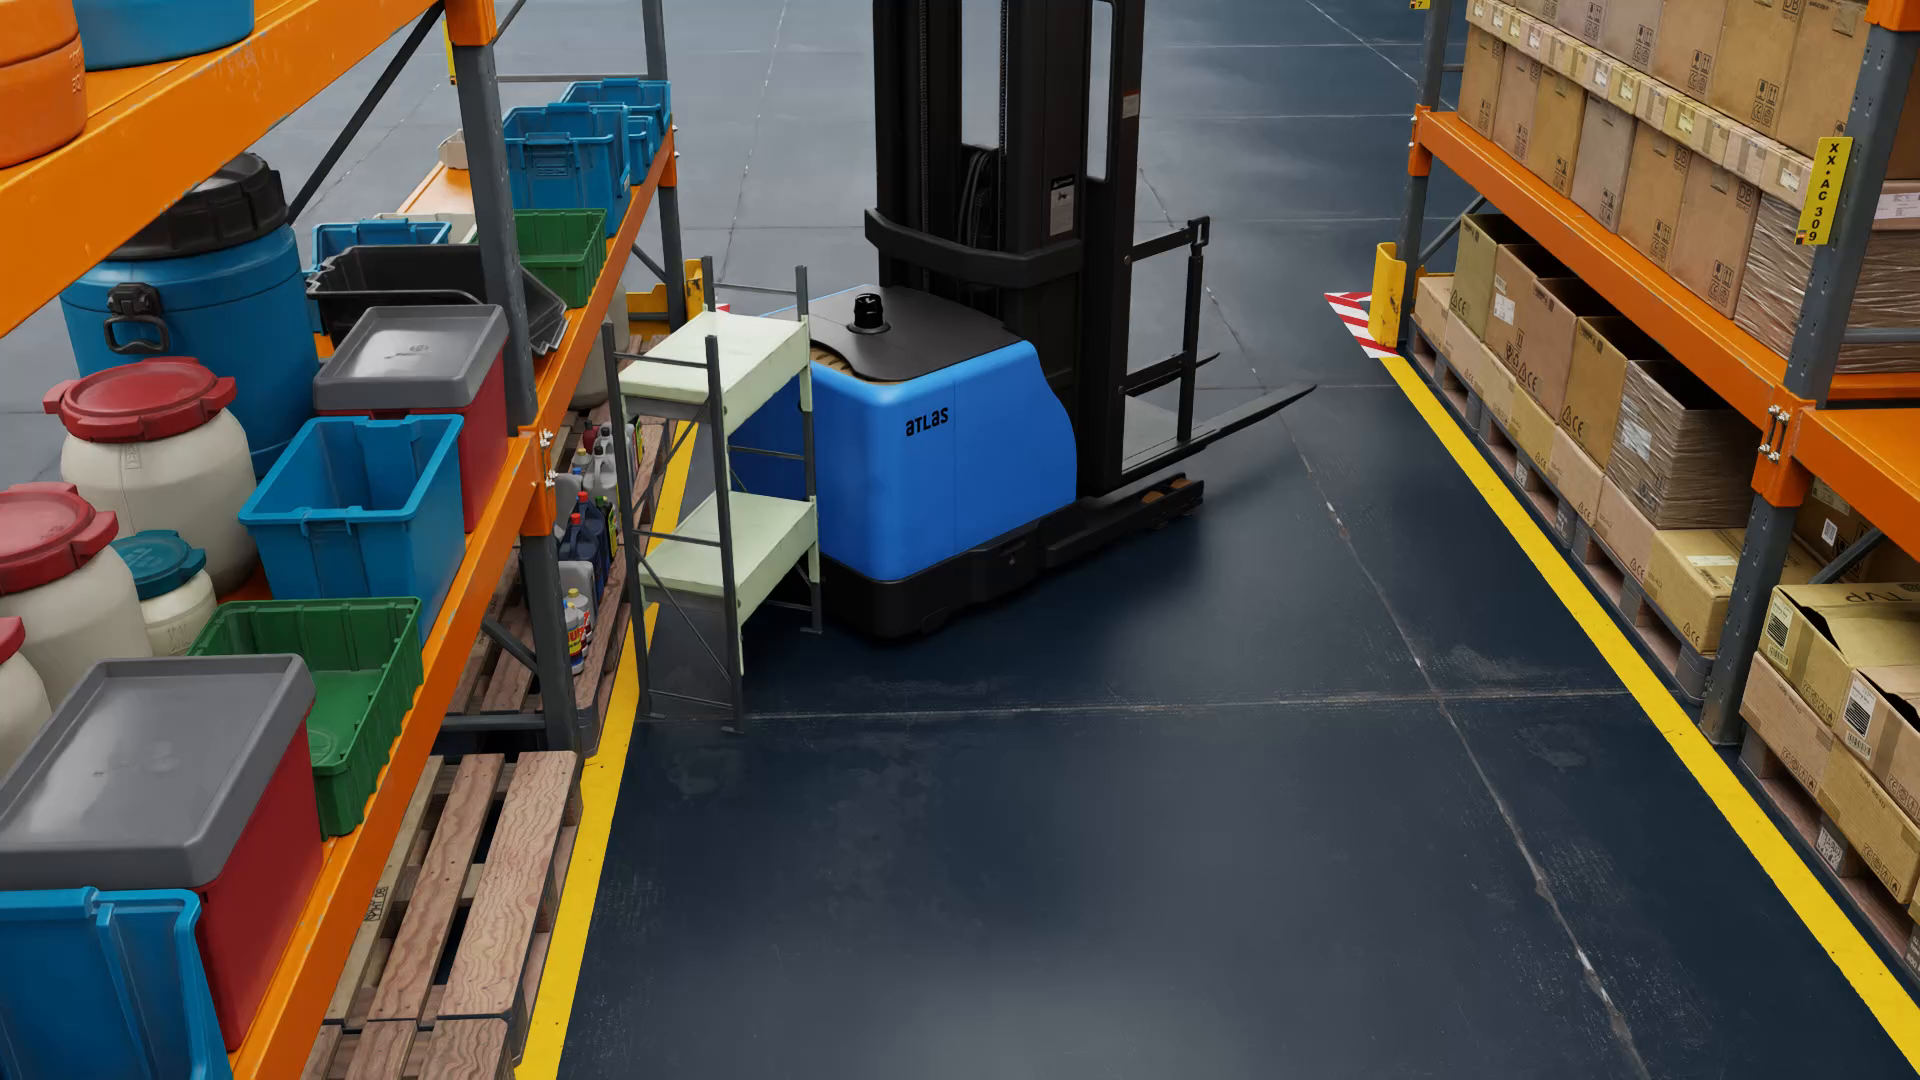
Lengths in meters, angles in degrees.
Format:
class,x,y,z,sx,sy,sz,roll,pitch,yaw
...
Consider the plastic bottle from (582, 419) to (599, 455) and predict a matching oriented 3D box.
class,x,y,z,sx,sy,sz,roll,pitch,yaw
plastic bottle,-1.599,-0.403,7.240,0.061,0.283,0.133,-1,28,-3

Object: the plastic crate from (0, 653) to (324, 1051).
class,x,y,z,sx,sy,sz,roll,pitch,yaw
plastic crate,-1.373,0.543,2.896,0.402,0.464,0.583,-1,28,-3

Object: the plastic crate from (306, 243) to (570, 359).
class,x,y,z,sx,sy,sz,roll,pitch,yaw
plastic crate,-1.704,-0.739,5.491,0.767,0.338,0.504,-1,28,-3

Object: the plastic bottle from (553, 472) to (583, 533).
class,x,y,z,sx,sy,sz,roll,pitch,yaw
plastic bottle,-1.610,-0.161,6.784,0.152,0.276,0.135,-1,28,-3

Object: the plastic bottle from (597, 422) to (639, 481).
class,x,y,z,sx,sy,sz,roll,pitch,yaw
plastic bottle,-1.493,-0.402,7.247,0.152,0.276,0.135,-1,28,-2

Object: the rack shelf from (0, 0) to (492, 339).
class,x,y,z,sx,sy,sz,roll,pitch,yaw
rack shelf,-1.699,-0.609,2.709,1.077,0.370,4.000,-1,28,-3

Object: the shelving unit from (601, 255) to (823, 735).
class,x,y,z,sx,sy,sz,roll,pitch,yaw
shelving unit,-0.846,-0.164,5.943,0.431,1.500,0.755,8,29,16

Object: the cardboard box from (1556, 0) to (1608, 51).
class,x,y,z,sx,sy,sz,roll,pitch,yaw
cardboard box,3.009,-2.391,7.079,0.700,0.500,0.500,-1,28,-2

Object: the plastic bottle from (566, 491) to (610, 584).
class,x,y,z,sx,sy,sz,roll,pitch,yaw
plastic bottle,-1.441,-0.013,6.419,0.144,0.351,0.185,-3,28,-5

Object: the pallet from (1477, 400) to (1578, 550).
class,x,y,z,sx,sy,sz,roll,pitch,yaw
pallet,3.077,-0.337,7.667,1.003,0.211,1.213,-1,28,-3

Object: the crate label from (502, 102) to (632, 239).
class,x,y,z,sx,sy,sz,roll,pitch,yaw
crate label,-1.646,-1.542,6.924,0.502,0.435,0.616,-1,28,-3

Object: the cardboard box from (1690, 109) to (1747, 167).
class,x,y,z,sx,sy,sz,roll,pitch,yaw
cardboard box,2.874,-1.449,5.974,0.380,0.149,0.250,-1,28,-3

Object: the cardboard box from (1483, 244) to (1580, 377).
class,x,y,z,sx,sy,sz,roll,pitch,yaw
cardboard box,2.808,-1.072,7.770,0.500,0.500,0.500,-1,28,-3

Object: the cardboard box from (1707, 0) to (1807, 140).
class,x,y,z,sx,sy,sz,roll,pitch,yaw
cardboard box,3.086,-1.698,5.750,0.700,0.500,0.500,-1,28,-3

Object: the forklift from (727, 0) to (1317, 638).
class,x,y,z,sx,sy,sz,roll,pitch,yaw
forklift,0.452,-1.500,6.957,3.031,2.935,1.130,-24,36,-38

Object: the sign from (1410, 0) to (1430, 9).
class,x,y,z,sx,sy,sz,roll,pitch,yaw
sign,2.380,-2.895,8.536,0.100,0.325,0.005,-1,28,-3

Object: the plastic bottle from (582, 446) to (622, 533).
class,x,y,z,sx,sy,sz,roll,pitch,yaw
plastic bottle,-1.463,-0.209,6.796,0.144,0.351,0.185,-2,28,-3

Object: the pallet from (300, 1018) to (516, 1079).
class,x,y,z,sx,sy,sz,roll,pitch,yaw
pallet,-1.657,1.641,3.876,1.003,0.211,1.213,-1,28,-3

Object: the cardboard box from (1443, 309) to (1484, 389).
class,x,y,z,sx,sy,sz,roll,pitch,yaw
cardboard box,2.770,-0.970,8.386,0.500,0.250,0.500,-1,28,-3

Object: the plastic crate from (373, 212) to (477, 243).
class,x,y,z,sx,sy,sz,roll,pitch,yaw
plastic crate,-2.141,-1.149,6.494,0.530,0.136,0.437,-1,28,-3

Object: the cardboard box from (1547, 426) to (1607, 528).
class,x,y,z,sx,sy,sz,roll,pitch,yaw
cardboard box,2.844,-0.278,7.058,0.500,0.250,0.500,-1,28,-3

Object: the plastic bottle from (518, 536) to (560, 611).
class,x,y,z,sx,sy,sz,roll,pitch,yaw
plastic bottle,-1.575,0.078,6.245,0.144,0.351,0.185,-1,28,-3

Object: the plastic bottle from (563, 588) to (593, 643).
class,x,y,z,sx,sy,sz,roll,pitch,yaw
plastic bottle,-1.393,0.272,6.035,0.097,0.201,0.097,0,28,0

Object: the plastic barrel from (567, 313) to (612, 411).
class,x,y,z,sx,sy,sz,roll,pitch,yaw
plastic barrel,-1.875,-0.919,8.004,0.421,0.512,0.421,0,28,0

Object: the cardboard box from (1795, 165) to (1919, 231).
class,x,y,z,sx,sy,sz,roll,pitch,yaw
cardboard box,2.915,-1.092,5.291,0.380,0.149,0.250,-1,28,-3

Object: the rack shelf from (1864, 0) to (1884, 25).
class,x,y,z,sx,sy,sz,roll,pitch,yaw
rack shelf,3.039,-2.575,6.477,1.077,0.370,4.000,-1,28,-3

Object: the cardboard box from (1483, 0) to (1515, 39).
class,x,y,z,sx,sy,sz,roll,pitch,yaw
cardboard box,2.757,-2.511,8.011,0.380,0.149,0.250,-2,28,-4

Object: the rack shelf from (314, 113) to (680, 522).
class,x,y,z,sx,sy,sz,roll,pitch,yaw
rack shelf,-1.908,-1.127,6.944,1.077,0.370,4.000,-1,28,-3

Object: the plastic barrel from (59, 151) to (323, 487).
class,x,y,z,sx,sy,sz,roll,pitch,yaw
plastic barrel,-2.086,-0.559,4.535,0.600,0.901,0.708,-1,28,-3

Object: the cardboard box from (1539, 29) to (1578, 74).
class,x,y,z,sx,sy,sz,roll,pitch,yaw
cardboard box,2.796,-2.156,7.330,0.380,0.149,0.250,-2,28,-4

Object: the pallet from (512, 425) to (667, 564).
class,x,y,z,sx,sy,sz,roll,pitch,yaw
pallet,-1.863,-0.162,7.332,1.003,0.211,1.213,-1,28,-3

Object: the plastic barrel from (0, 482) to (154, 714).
class,x,y,z,sx,sy,sz,roll,pitch,yaw
plastic barrel,-1.934,0.204,3.469,0.433,0.535,0.433,0,28,0

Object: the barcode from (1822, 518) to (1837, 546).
class,x,y,z,sx,sy,sz,roll,pitch,yaw
barcode,2.741,-0.024,5.242,0.001,0.075,0.075,-1,28,-3

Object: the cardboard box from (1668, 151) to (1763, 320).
class,x,y,z,sx,sy,sz,roll,pitch,yaw
cardboard box,3.080,-1.132,6.069,0.700,0.500,0.500,-2,28,-3

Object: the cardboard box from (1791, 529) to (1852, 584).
class,x,y,z,sx,sy,sz,roll,pitch,yaw
cardboard box,3.422,0.172,6.197,0.500,0.250,0.500,-1,28,-3

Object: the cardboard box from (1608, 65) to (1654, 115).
class,x,y,z,sx,sy,sz,roll,pitch,yaw
cardboard box,2.834,-1.801,6.650,0.380,0.149,0.250,-1,28,-1

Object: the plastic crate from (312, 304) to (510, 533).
class,x,y,z,sx,sy,sz,roll,pitch,yaw
plastic crate,-1.472,-0.334,4.578,0.402,0.464,0.583,-1,28,-3

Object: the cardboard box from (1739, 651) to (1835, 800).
class,x,y,z,sx,sy,sz,roll,pitch,yaw
cardboard box,2.917,0.585,5.403,0.500,0.250,0.500,-2,28,-4

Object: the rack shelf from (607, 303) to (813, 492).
class,x,y,z,sx,sy,sz,roll,pitch,yaw
rack shelf,-0.846,-0.510,5.762,0.431,0.370,0.720,8,29,16

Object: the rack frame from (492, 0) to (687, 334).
class,x,y,z,sx,sy,sz,roll,pitch,yaw
rack frame,-2.012,-2.369,8.549,1.000,3.000,0.127,-1,28,-3

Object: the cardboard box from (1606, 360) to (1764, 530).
class,x,y,z,sx,sy,sz,roll,pitch,yaw
cardboard box,2.887,-0.380,6.442,0.500,0.500,0.500,-1,28,-3

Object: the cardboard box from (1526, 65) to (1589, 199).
class,x,y,z,sx,sy,sz,roll,pitch,yaw
cardboard box,2.999,-1.844,7.433,0.700,0.500,0.500,-1,28,-2
